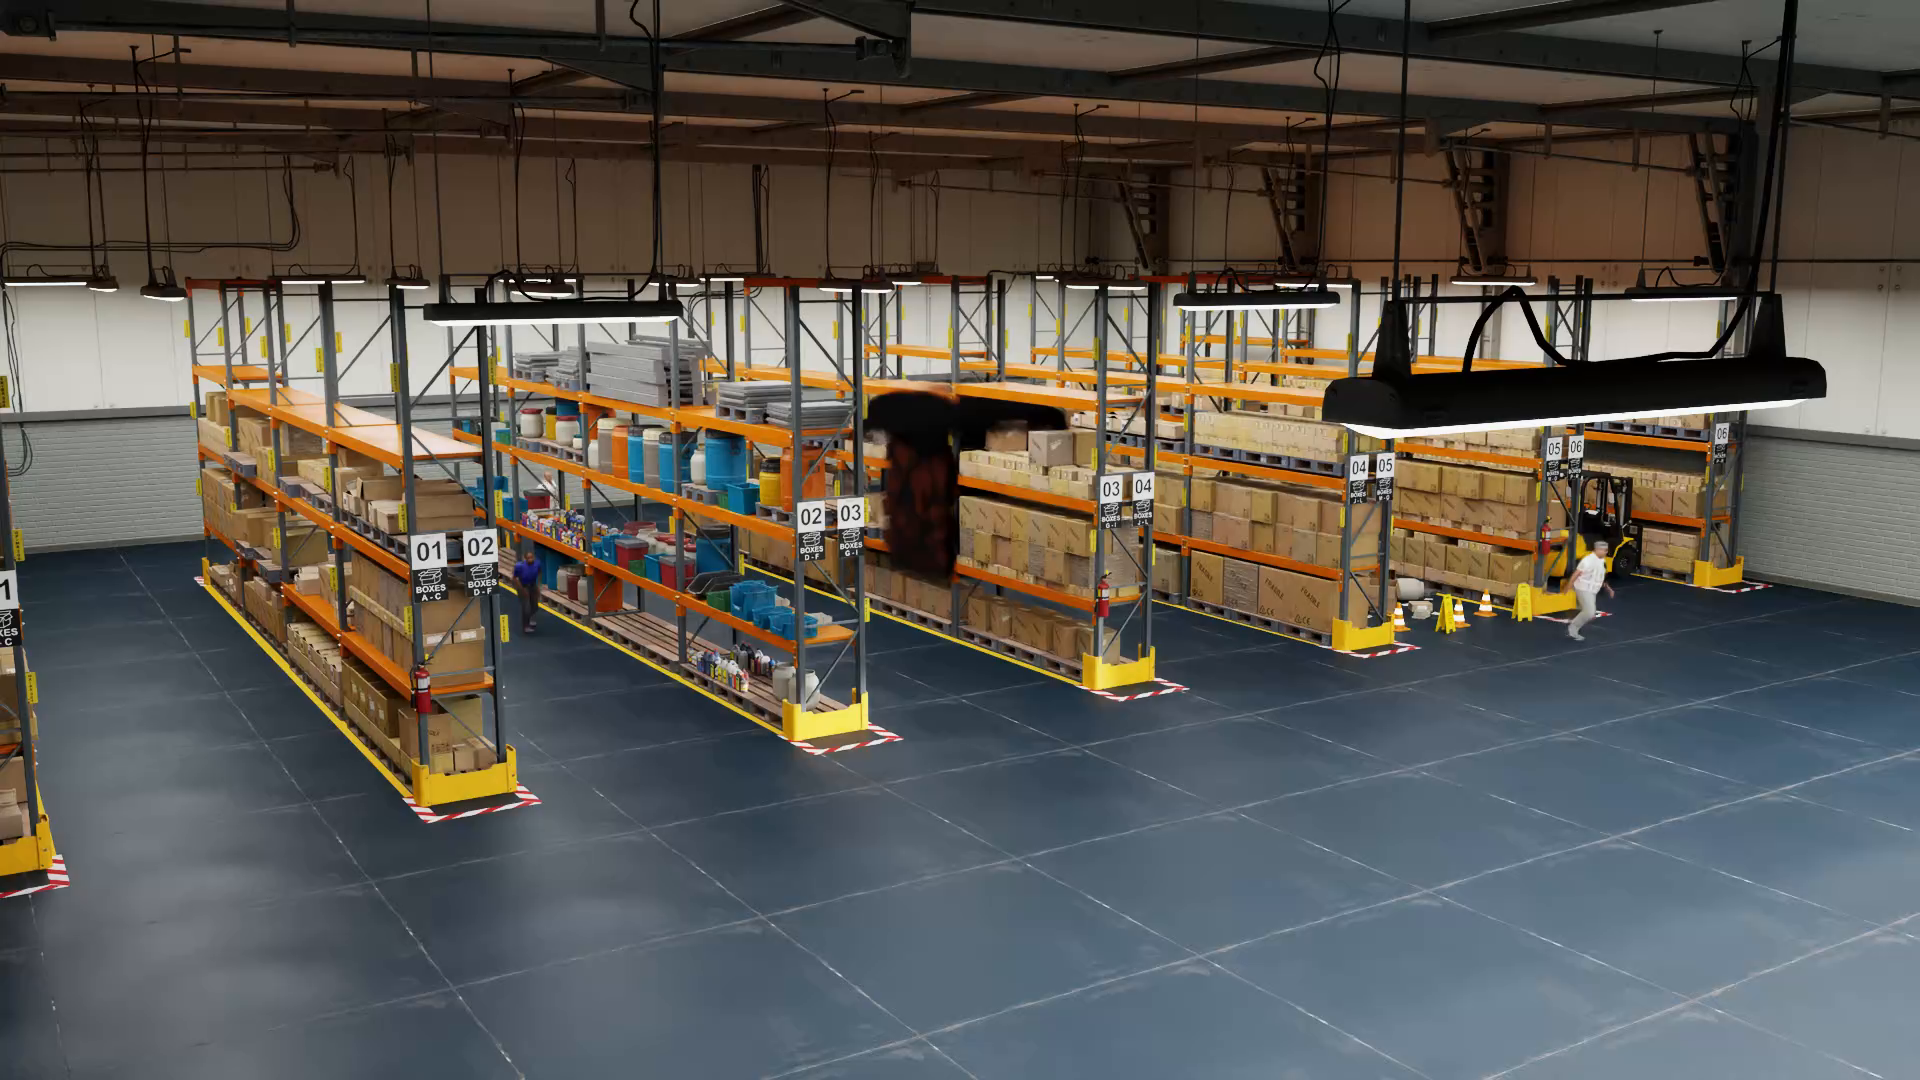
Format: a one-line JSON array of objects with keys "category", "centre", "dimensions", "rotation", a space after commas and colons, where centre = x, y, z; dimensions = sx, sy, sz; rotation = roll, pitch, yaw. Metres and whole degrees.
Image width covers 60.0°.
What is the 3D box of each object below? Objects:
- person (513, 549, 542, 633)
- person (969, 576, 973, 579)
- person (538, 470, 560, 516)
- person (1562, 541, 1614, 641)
[{"category": "person", "centre": [-7.412, 0.839, 28.513], "dimensions": [0.809, 1.501, 0.604], "rotation": [9, 13, 44]}, {"category": "person", "centre": [0.283, -0.123, 31.986], "dimensions": [0.582, 1.726, 0.636], "rotation": [-7, 12, -37]}, {"category": "person", "centre": [-9.101, -0.674, 36.768], "dimensions": [0.812, 1.776, 0.768], "rotation": [5, 11, 29]}, {"category": "person", "centre": [10.545, 0.851, 27.869], "dimensions": [0.664, 1.704, 0.663], "rotation": [9, 13, 43]}]
